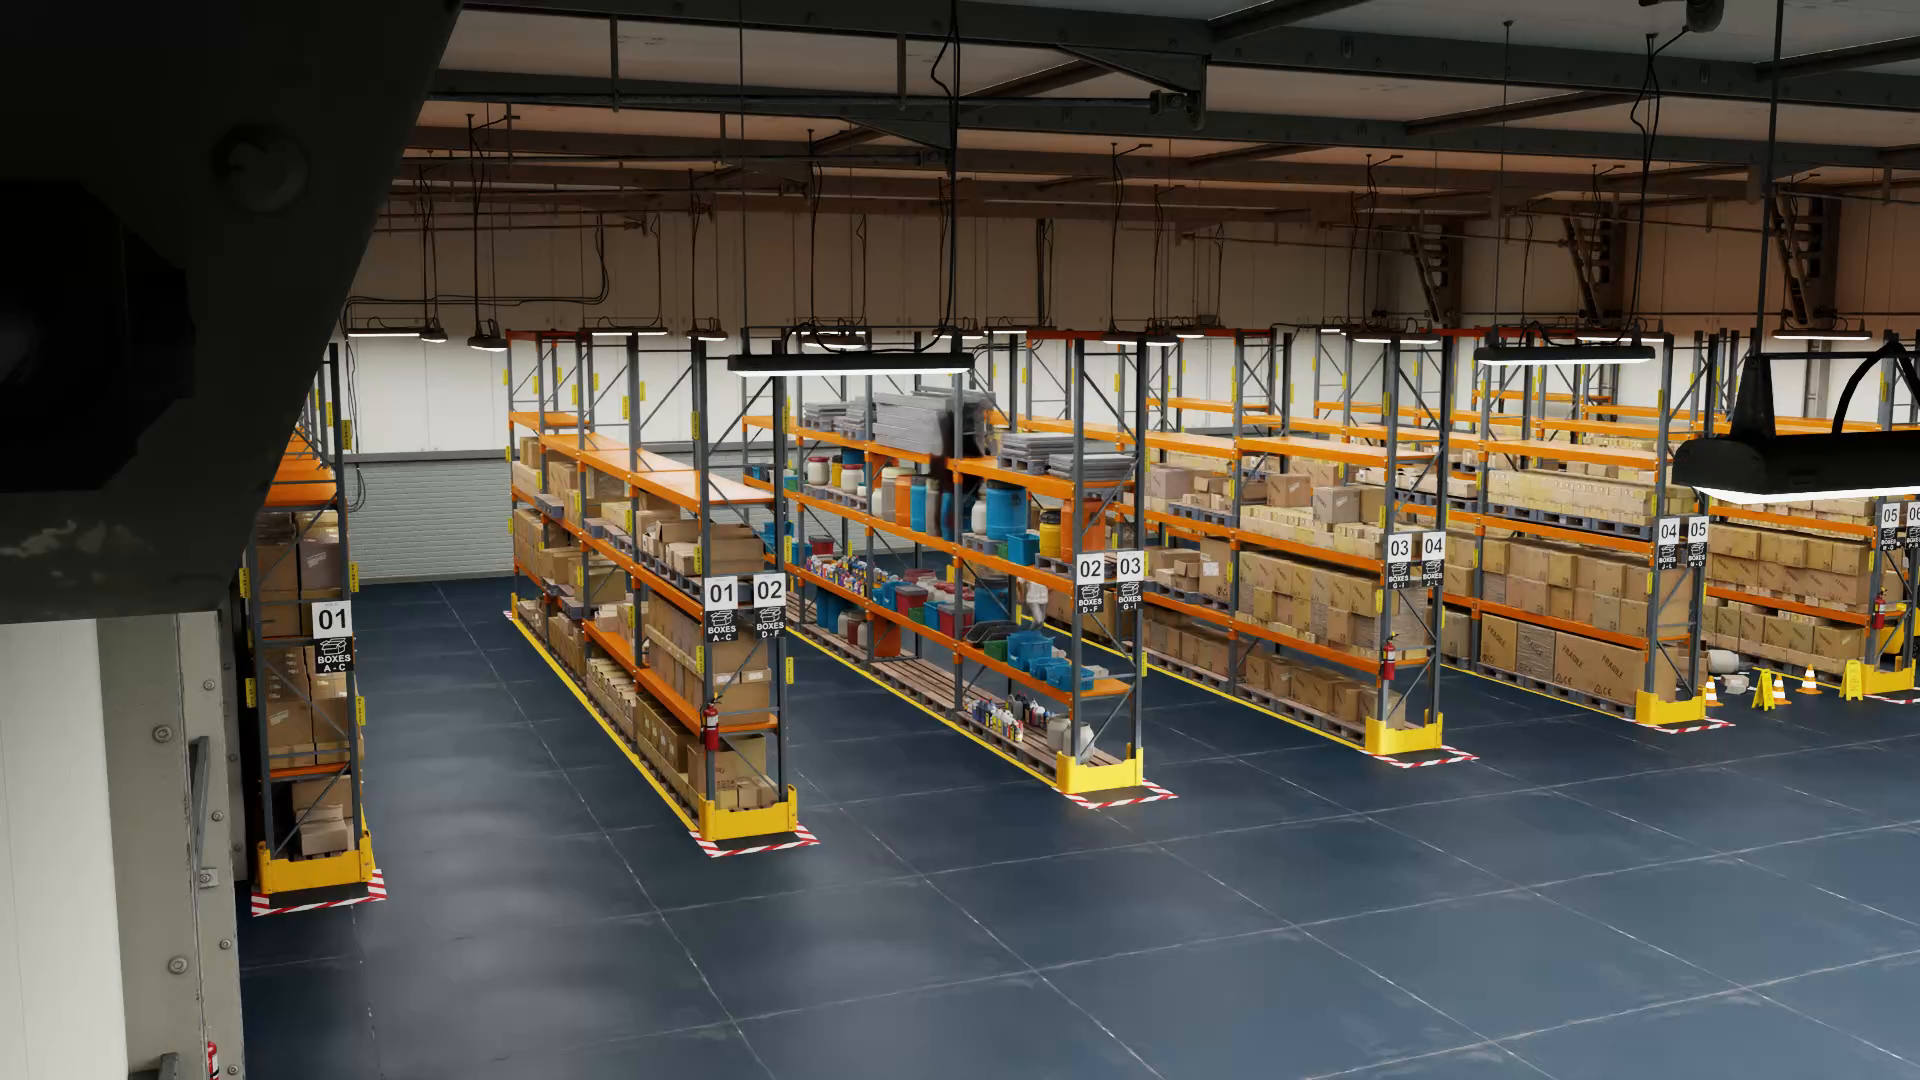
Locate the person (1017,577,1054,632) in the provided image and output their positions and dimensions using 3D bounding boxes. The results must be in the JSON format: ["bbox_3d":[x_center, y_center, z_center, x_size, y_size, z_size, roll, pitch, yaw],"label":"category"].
[{"bbox_3d":[1.479,1.183,31.476,0.676,1.754,0.688,-3,8,-22],"label":"person"}]

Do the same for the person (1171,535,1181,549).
[{"bbox_3d":[5.498,-0.441,43.464,0.642,1.775,0.780,8,11,44],"label":"person"}]

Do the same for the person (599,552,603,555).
[{"bbox_3d":[-7.947,0.604,36.073,0.525,1.713,0.818,-4,9,-28],"label":"person"}]
